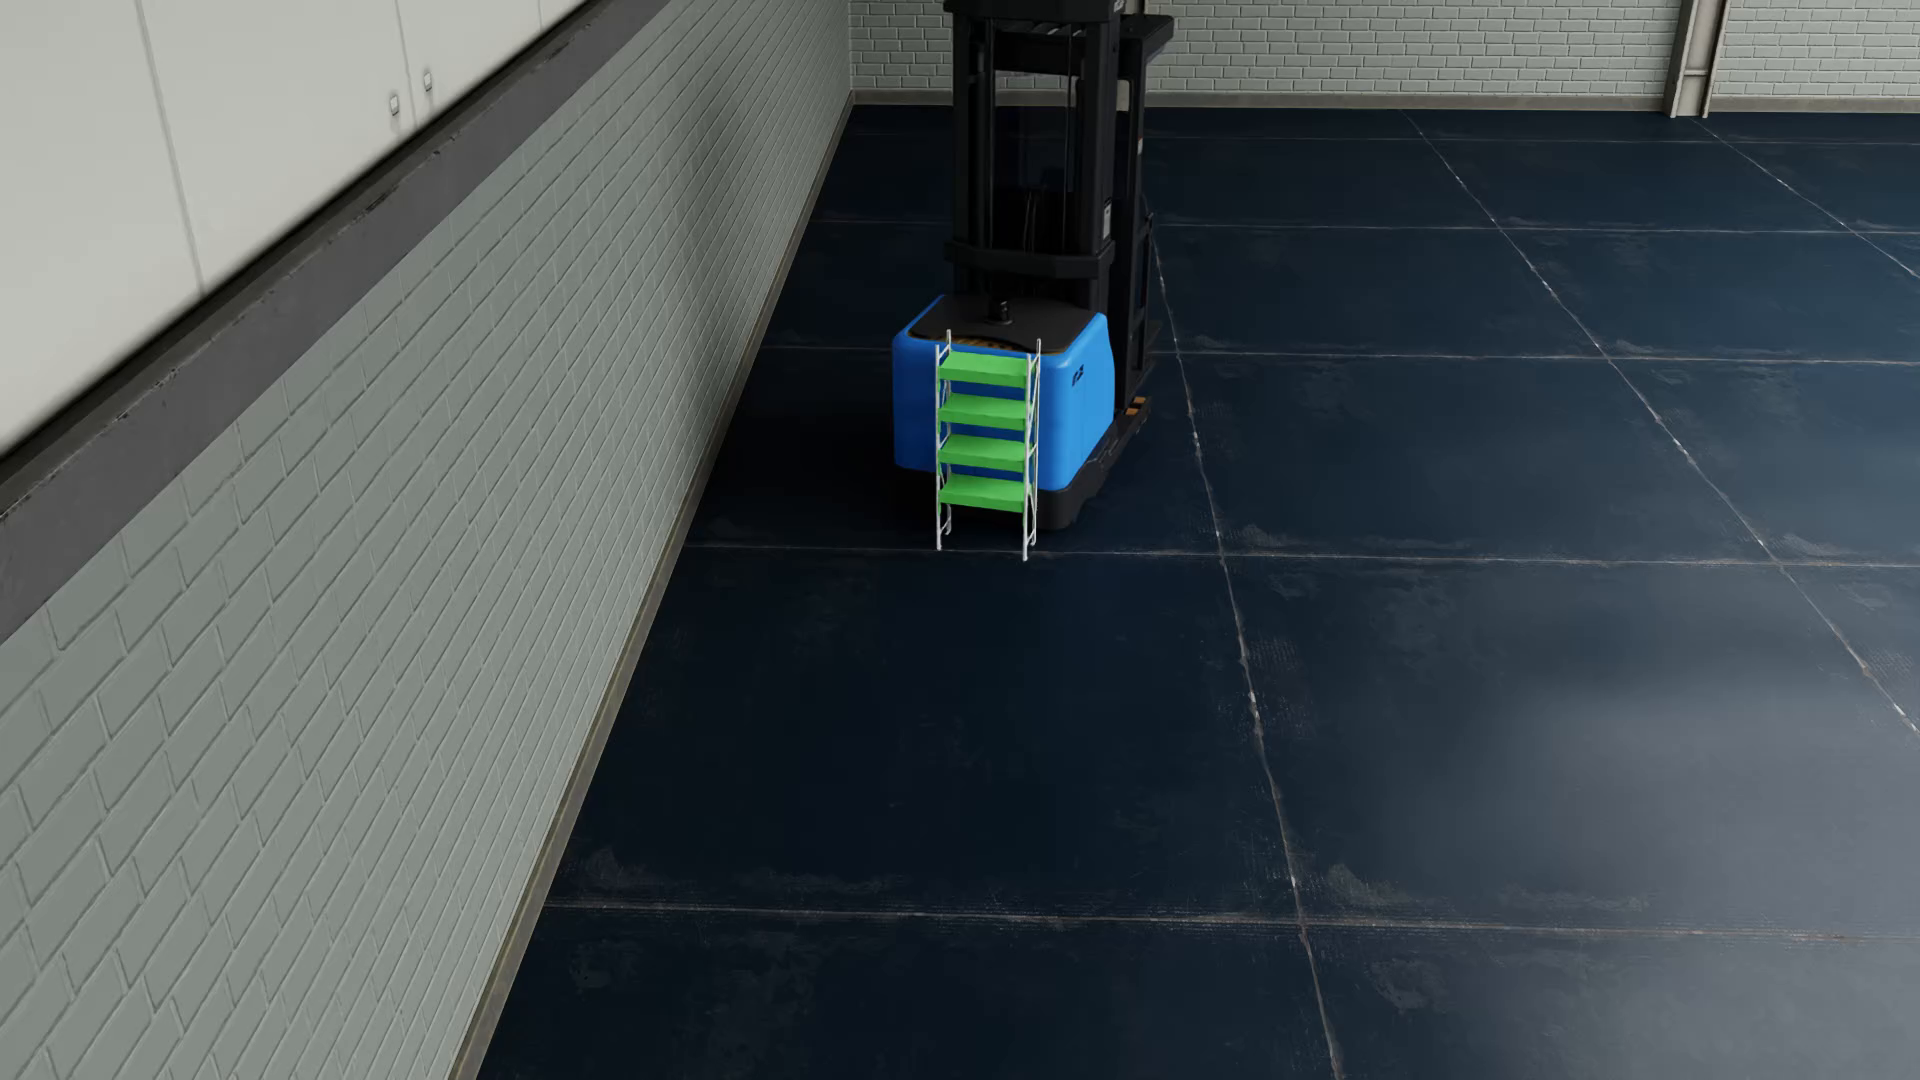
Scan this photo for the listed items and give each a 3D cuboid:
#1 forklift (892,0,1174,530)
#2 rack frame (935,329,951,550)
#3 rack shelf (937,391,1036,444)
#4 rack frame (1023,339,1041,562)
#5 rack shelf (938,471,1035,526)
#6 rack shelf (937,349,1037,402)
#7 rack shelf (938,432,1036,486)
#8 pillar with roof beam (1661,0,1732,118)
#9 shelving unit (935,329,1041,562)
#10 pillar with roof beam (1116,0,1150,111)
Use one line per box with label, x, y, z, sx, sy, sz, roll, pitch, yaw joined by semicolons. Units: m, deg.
forklift;0.590;-2.020;9.930;1.130;2.935;3.031;10;29;17
rack frame;-0.089;-0.528;8.964;0.015;1.200;0.240;8;29;14
rack shelf;0.146;-0.652;8.823;0.480;0.148;0.258;8;29;14
rack frame;0.381;-0.465;8.846;0.015;1.200;0.240;8;29;14
rack shelf;0.146;-0.228;9.048;0.480;0.148;0.258;8;29;14
rack shelf;0.146;-0.864;8.710;0.480;0.148;0.258;8;29;14
rack shelf;0.146;-0.440;8.935;0.480;0.148;0.258;8;29;14
pillar with roof beam;7.640;-6.547;11.992;0.400;9.000;9.100;1;28;2
shelving unit;0.146;-0.496;8.905;0.503;1.200;0.258;8;29;14
pillar with roof beam;1.643;-6.646;12.180;0.400;9.000;9.100;1;28;2
